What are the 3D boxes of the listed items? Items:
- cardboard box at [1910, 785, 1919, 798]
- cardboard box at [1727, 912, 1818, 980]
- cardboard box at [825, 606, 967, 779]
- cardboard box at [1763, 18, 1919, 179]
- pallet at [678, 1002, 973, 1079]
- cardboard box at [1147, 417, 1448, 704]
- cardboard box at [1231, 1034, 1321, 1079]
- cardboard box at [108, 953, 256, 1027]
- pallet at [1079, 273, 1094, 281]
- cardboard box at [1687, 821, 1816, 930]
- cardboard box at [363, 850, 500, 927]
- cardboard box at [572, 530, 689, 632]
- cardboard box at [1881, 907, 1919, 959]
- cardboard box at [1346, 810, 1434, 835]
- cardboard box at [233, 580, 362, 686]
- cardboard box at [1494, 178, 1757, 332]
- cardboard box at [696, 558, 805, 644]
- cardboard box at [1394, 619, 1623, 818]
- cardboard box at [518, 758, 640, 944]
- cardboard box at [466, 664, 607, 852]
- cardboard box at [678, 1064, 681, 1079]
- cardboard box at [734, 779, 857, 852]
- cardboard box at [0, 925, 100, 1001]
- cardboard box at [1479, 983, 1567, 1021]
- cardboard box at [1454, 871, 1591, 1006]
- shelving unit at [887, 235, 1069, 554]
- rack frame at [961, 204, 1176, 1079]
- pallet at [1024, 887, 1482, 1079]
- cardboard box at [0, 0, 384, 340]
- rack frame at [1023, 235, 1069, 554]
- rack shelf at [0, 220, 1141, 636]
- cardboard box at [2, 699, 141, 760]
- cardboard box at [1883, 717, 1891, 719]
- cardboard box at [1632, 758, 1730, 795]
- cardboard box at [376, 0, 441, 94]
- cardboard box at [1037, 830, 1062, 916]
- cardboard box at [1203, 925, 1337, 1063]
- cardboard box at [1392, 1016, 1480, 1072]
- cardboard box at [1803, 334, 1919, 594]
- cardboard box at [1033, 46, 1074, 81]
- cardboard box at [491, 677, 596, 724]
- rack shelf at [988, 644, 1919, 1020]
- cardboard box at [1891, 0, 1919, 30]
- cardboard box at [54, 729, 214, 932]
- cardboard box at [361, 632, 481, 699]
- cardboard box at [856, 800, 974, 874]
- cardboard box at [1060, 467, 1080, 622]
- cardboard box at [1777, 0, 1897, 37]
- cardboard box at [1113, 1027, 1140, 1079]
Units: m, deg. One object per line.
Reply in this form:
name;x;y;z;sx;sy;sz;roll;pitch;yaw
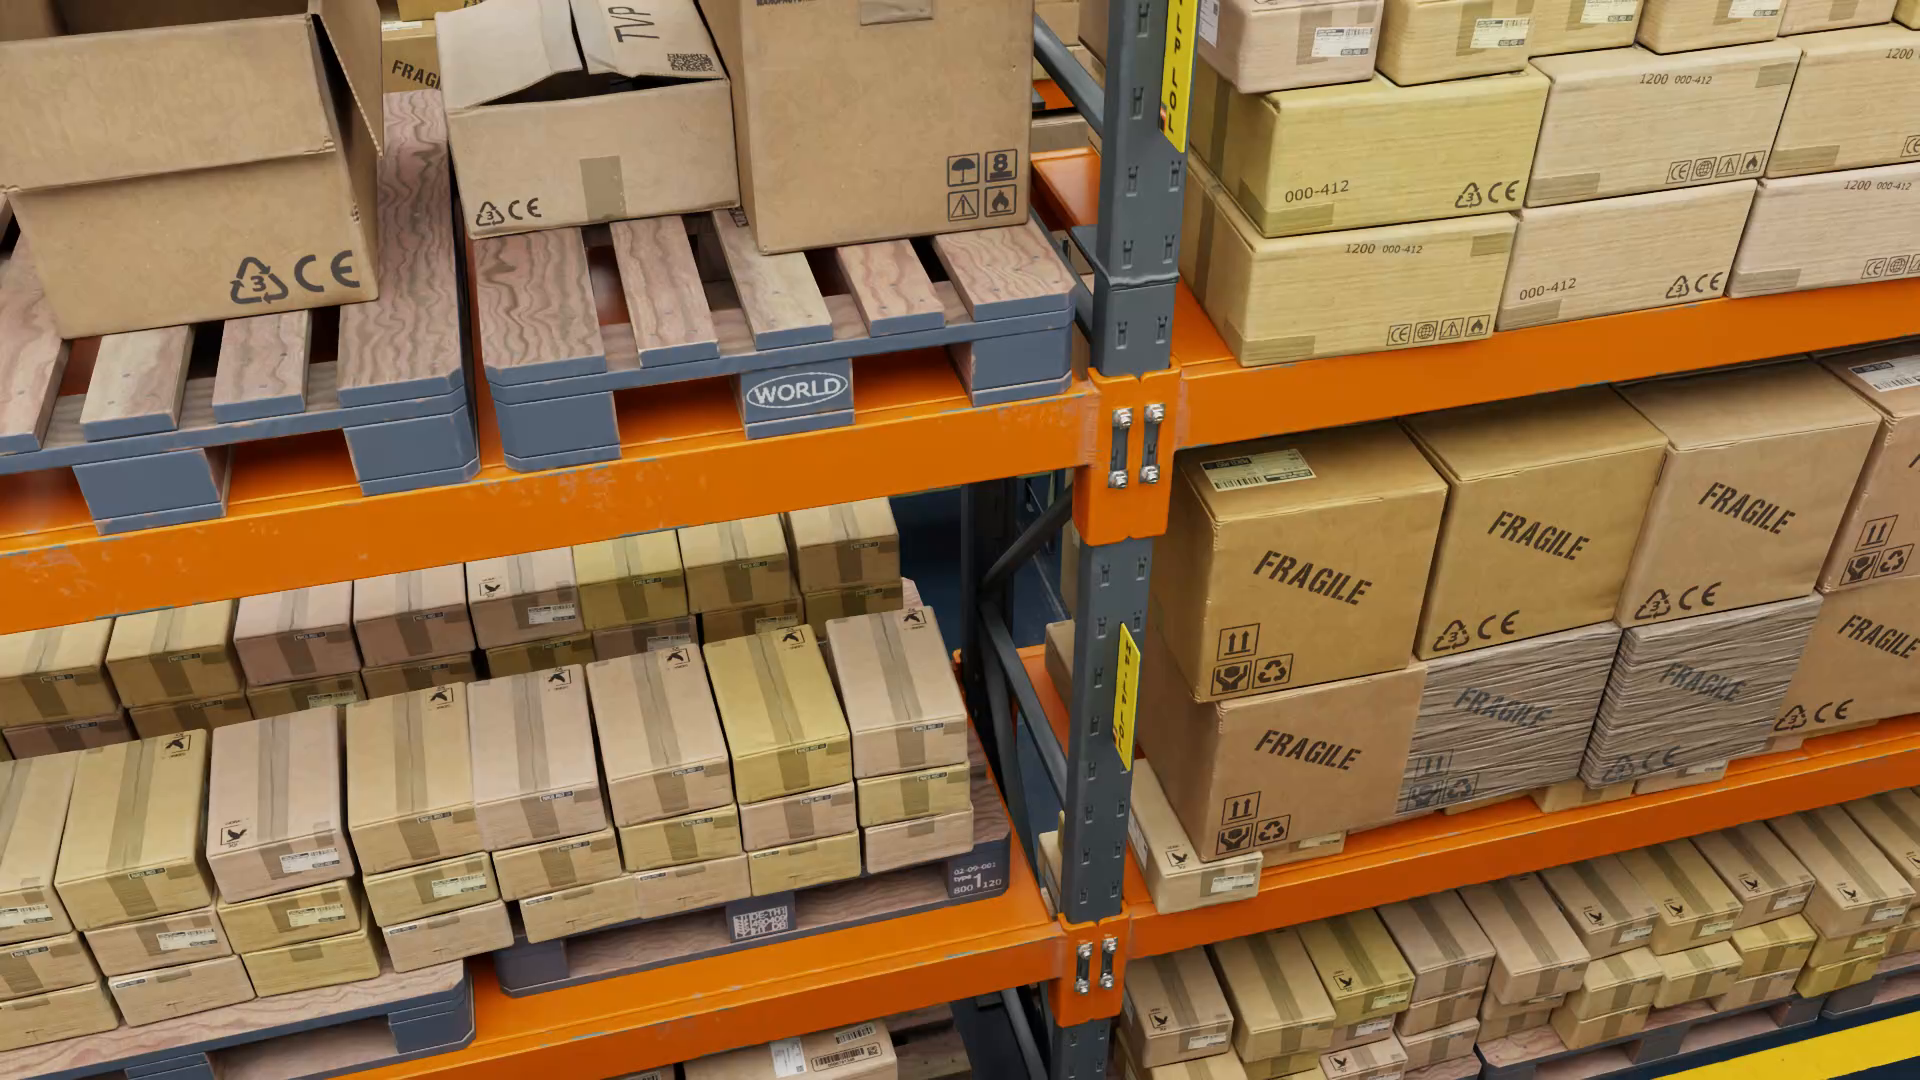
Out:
cardboard box;3.133;0.909;5.104;0.250;0.149;0.380;-10;39;-13
cardboard box;2.367;1.127;5.064;0.250;0.149;0.380;-7;38;-10
cardboard box;-0.146;0.334;3.716;0.250;0.149;0.380;-8;38;-10
cardboard box;1.690;-0.954;3.272;0.500;0.250;0.500;-9;38;-11
pallet;-0.560;1.691;4.866;1.213;0.211;1.003;-9;38;-12
cardboard box;0.690;-0.024;3.663;0.500;0.500;0.500;-8;38;-11
cardboard box;0.845;1.344;4.780;0.250;0.149;0.380;-9;38;-12
cardboard box;-1.655;0.822;3.568;0.250;0.149;0.380;-11;39;-13
pallet;0.930;-1.629;9.205;1.213;0.211;1.003;-9;38;-12
cardboard box;2.338;0.965;5.031;0.250;0.149;0.380;-11;39;-13
cardboard box;-1.150;0.619;3.588;0.250;0.149;0.380;-11;39;-14
cardboard box;-0.825;0.035;4.106;0.250;0.149;0.380;-9;38;-12
cardboard box;2.864;1.135;5.298;0.250;0.149;0.380;-9;38;-11
cardboard box;1.024;0.549;4.271;0.250;0.149;0.380;-11;39;-14
cardboard box;-1.557;0.154;3.951;0.250;0.149;0.380;-8;38;-10
cardboard box;1.188;-0.676;3.319;0.500;0.250;0.500;-10;39;-13
cardboard box;-0.559;0.109;4.255;0.250;0.149;0.380;-10;39;-13
cardboard box;1.211;0.288;4.077;0.500;0.500;0.500;-9;38;-12
cardboard box;-0.875;0.691;3.739;0.250;0.149;0.380;-11;39;-14
cardboard box;-0.908;0.459;3.553;0.250;0.149;0.380;-9;38;-12
cardboard box;-0.953;1.631;4.360;0.500;0.500;0.500;-10;39;-13
cardboard box;-0.396;0.495;3.750;0.250;0.149;0.380;-9;38;-12
cardboard box;-1.909;0.744;3.425;0.250;0.149;0.380;-10;38;-12
cardboard box;1.604;1.214;4.951;0.250;0.149;0.380;-8;38;-10
cardboard box;1.603;1.131;4.814;0.250;0.149;0.380;-9;38;-11
shelving unit;-0.006;-0.595;6.793;0.755;1.500;0.431;-9;38;-12
rack frame;0.191;0.459;4.181;0.127;3.000;1.000;-9;38;-12
pallet;0.830;1.440;5.194;1.213;0.211;1.003;-9;38;-12
cardboard box;-1.335;-0.772;2.891;0.637;0.503;0.797;-10;38;-13
rack frame;0.347;-0.653;6.869;0.023;1.500;0.400;-9;38;-12
rack shelf;-1.740;-0.130;3.074;4.000;0.370;1.077;-9;38;-12
cardboard box;-2.068;0.357;3.931;0.250;0.149;0.380;-8;38;-11
cardboard box;2.545;0.295;4.602;0.250;0.149;0.380;-11;39;-14
cardboard box;1.808;0.469;4.375;0.250;0.149;0.380;-8;38;-10
cardboard box;-2.367;-2.110;7.458;0.500;0.500;0.500;-10;38;-12
cardboard box;0.412;1.070;5.138;0.250;0.149;0.380;-9;38;-11
cardboard box;0.859;1.247;4.663;0.250;0.149;0.380;-8;38;-10
cardboard box;1.342;1.374;4.986;0.250;0.149;0.380;-10;39;-13
cardboard box;2.177;-0.257;3.968;0.500;0.500;0.500;-11;39;-14
cardboard box;0.376;-2.385;8.106;0.250;0.149;0.380;-10;39;-13
cardboard box;-1.060;0.309;4.239;0.250;0.149;0.380;-9;38;-11
rack shelf;2.122;0.428;4.814;4.000;0.370;1.077;-9;38;-12
cardboard box;1.816;-1.114;3.152;0.250;0.149;0.380;-7;38;-10
cardboard box;-1.664;0.584;3.390;0.250;0.149;0.380;-10;39;-13
cardboard box;-1.319;0.236;4.089;0.250;0.149;0.380;-8;38;-10
cardboard box;-0.141;0.571;3.896;0.250;0.149;0.380;-10;39;-13
cardboard box;0.584;0.059;4.377;0.500;0.500;0.500;-9;38;-12
cardboard box;1.541;-1.097;3.131;0.250;0.149;0.380;-10;39;-13
cardboard box;0.626;1.556;4.748;0.250;0.149;0.380;-11;39;-14
